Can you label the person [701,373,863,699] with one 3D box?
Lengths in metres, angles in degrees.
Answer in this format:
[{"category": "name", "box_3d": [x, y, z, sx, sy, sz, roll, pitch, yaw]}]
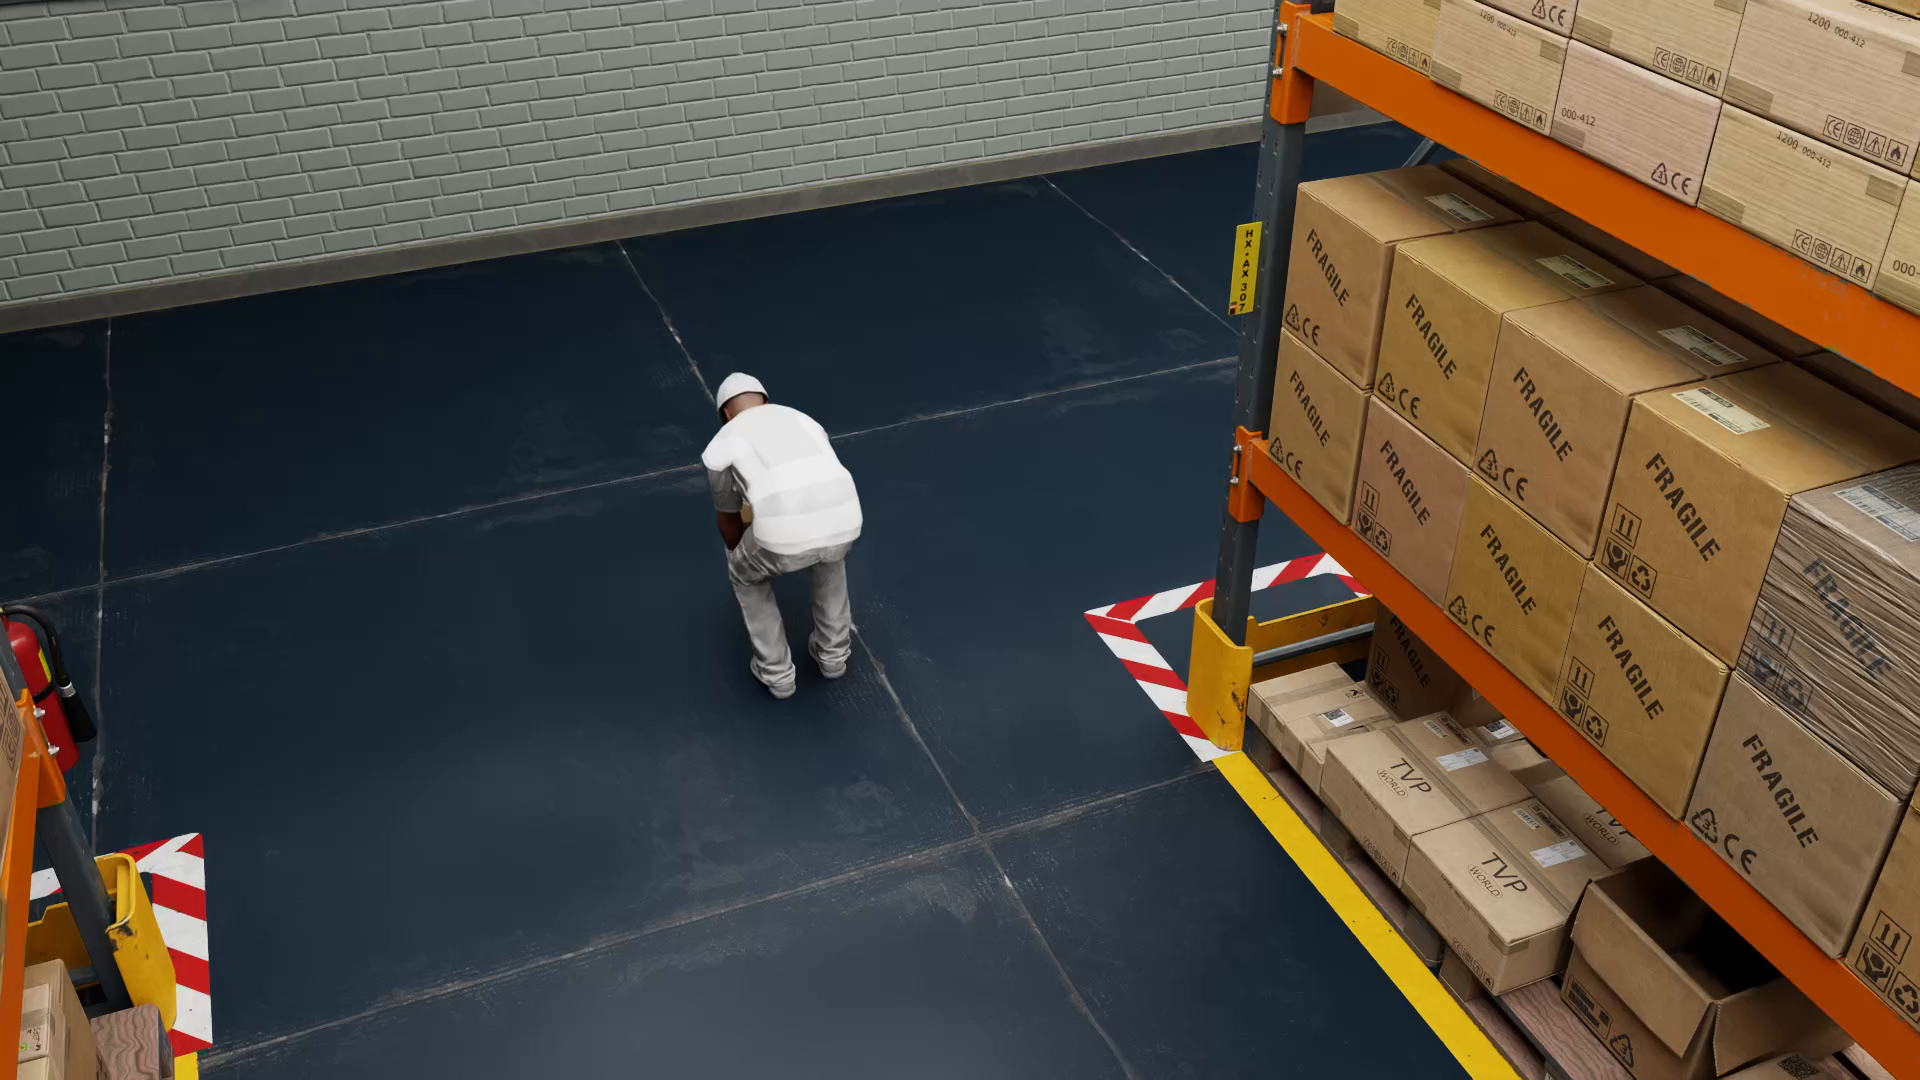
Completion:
[{"category": "person", "box_3d": [-0.731, -0.008, 6.734, 0.520, 1.124, 0.974, -15, 36, -21]}]
